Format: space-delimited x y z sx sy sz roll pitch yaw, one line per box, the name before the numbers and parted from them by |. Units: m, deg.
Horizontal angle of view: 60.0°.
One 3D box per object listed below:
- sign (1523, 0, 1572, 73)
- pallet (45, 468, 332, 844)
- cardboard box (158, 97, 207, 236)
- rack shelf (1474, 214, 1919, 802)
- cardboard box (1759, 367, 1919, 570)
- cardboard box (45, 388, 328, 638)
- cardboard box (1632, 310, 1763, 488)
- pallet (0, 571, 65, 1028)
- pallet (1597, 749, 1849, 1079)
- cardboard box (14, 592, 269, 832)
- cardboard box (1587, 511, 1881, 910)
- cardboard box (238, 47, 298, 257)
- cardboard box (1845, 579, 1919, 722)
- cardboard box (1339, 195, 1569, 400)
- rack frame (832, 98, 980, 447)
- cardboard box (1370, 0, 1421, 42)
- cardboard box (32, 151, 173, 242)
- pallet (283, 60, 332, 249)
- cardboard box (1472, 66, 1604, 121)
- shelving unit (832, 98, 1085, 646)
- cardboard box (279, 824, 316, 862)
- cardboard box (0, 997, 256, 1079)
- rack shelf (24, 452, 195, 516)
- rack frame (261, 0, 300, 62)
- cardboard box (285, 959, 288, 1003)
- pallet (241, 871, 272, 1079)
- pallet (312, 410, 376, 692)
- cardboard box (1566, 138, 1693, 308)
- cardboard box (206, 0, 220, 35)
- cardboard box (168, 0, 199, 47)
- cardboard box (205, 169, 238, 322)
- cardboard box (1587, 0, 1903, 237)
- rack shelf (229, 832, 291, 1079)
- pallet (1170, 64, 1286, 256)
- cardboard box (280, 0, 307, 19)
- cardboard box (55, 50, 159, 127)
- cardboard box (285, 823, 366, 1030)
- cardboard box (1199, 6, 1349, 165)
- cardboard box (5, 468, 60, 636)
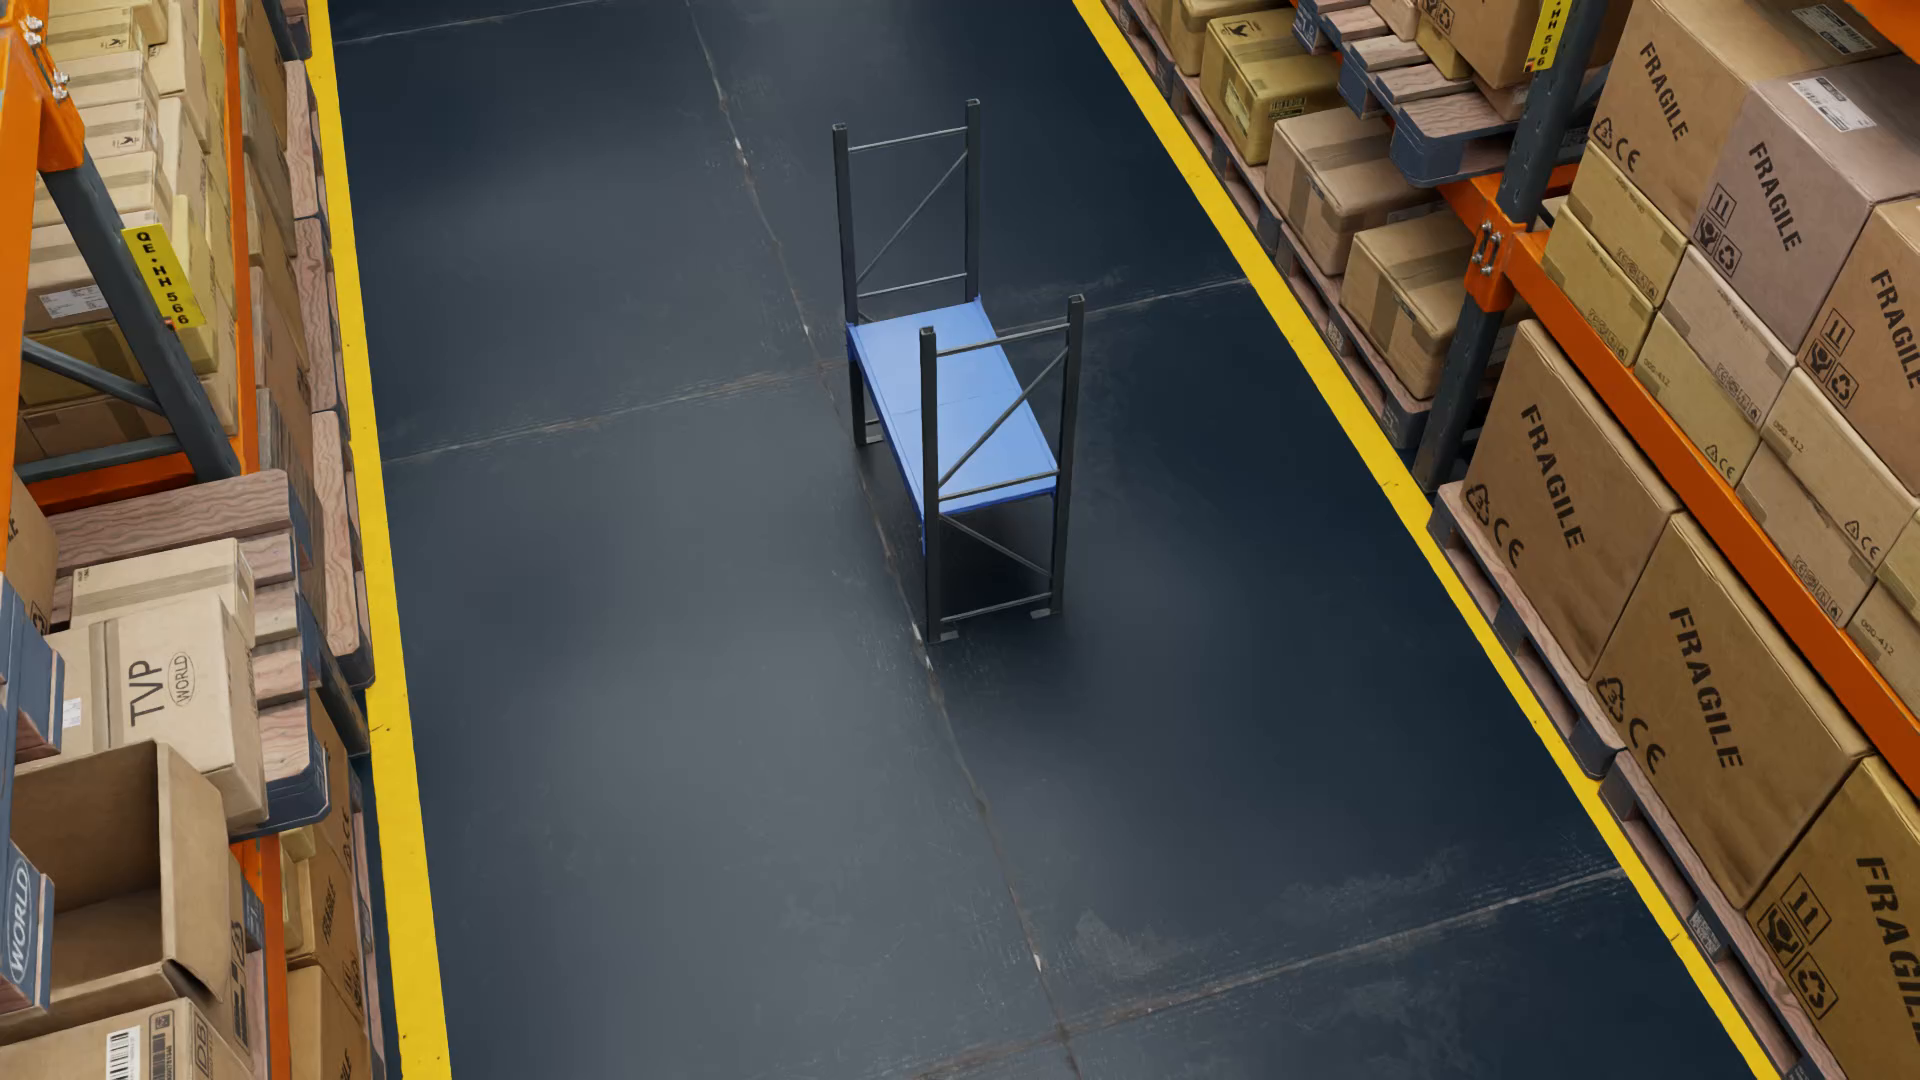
sign | 1.733 -1.514 4.859 0.100 0.325 0.005 -13 51 -11
pallet | -2.224 0.370 4.102 1.213 0.211 1.003 -13 51 -11
cardboard box | -2.537 -1.029 4.927 0.500 0.250 0.500 -12 51 -10
rack shelf | 2.840 0.396 4.424 1.077 0.370 4.000 -13 51 -11
cardboard box | 2.450 -0.239 4.260 0.500 0.250 0.500 -13 51 -11
cardboard box | -2.663 0.000 5.566 0.875 0.625 0.625 -12 51 -10
cardboard box | 2.322 -0.463 4.776 0.500 0.250 0.500 -15 51 -12
pallet | -1.745 0.595 1.947 1.213 0.211 1.003 -13 51 -11
pallet | 2.767 1.085 5.197 1.003 0.211 1.213 -13 51 -11
cardboard box | -1.871 0.439 3.741 0.500 0.250 0.500 -15 52 -13
cardboard box | 2.633 0.429 5.042 0.875 0.875 0.875 -13 51 -11
cardboard box | -3.288 -1.516 6.844 0.875 0.625 0.625 -14 51 -11
cardboard box | 2.621 0.282 4.149 0.500 0.250 0.500 -13 51 -11
cardboard box | 2.091 -1.000 6.575 0.950 0.372 0.625 -16 52 -13
rack frame | -0.176 -0.917 6.042 0.500 1.500 0.032 -13 51 -11
cardboard box | 1.661 -1.890 5.771 0.380 0.149 0.250 -14 51 -11
cardboard box | -2.385 -0.907 4.563 0.380 0.149 0.250 -12 51 -10
pallet | -3.420 -1.665 7.515 1.003 0.211 1.213 -13 51 -11
cardboard box | 1.927 -1.537 5.473 0.380 0.149 0.250 -12 51 -10
shelving unit | -0.025 -0.546 5.729 0.538 1.500 1.048 -13 51 -11
cardboard box | -1.994 0.786 4.562 0.380 0.149 0.250 -16 52 -13
cardboard box | -1.624 1.227 2.913 0.700 0.500 0.500 -14 51 -11
rack shelf | -3.083 -1.463 5.864 0.919 0.124 3.809 -13 51 -11
rack frame | -3.675 -3.093 6.895 1.000 3.000 0.127 -13 51 -11
cardboard box | -1.923 1.191 4.220 0.380 0.149 0.250 -12 51 -10
pallet | -1.912 1.310 3.309 1.003 0.211 1.213 -13 51 -11
pallet | -2.698 0.117 6.013 1.003 0.211 1.213 -13 51 -11
cardboard box | 2.162 -0.983 4.888 0.500 0.250 0.500 -14 51 -11
cardboard box | -3.004 -2.000 6.072 0.500 0.250 0.500 -13 51 -11
cardboard box | -2.850 -1.783 5.562 0.500 0.250 0.500 -13 51 -10
cardboard box | -2.534 -0.871 5.120 0.500 0.250 0.500 -14 51 -12
cardboard box | 2.161 -1.235 4.610 0.500 0.500 0.500 -15 51 -12
rack shelf | -1.901 1.521 3.476 1.077 0.370 4.000 -13 51 -11
pallet | 1.662 -1.858 7.678 1.003 0.211 1.213 -13 51 -11
cardboard box | -3.502 -2.770 8.147 0.500 0.250 0.500 -13 51 -11
cardboard box | -2.575 -1.277 4.875 0.380 0.149 0.250 -13 51 -11
cardboard box | -2.024 1.127 4.698 0.500 0.500 0.500 -14 51 -12
cardboard box | 1.646 -2.092 7.496 0.950 0.372 0.625 -12 51 -10
cardboard box | -2.489 0.072 3.887 0.500 0.500 0.500 -11 51 -9
